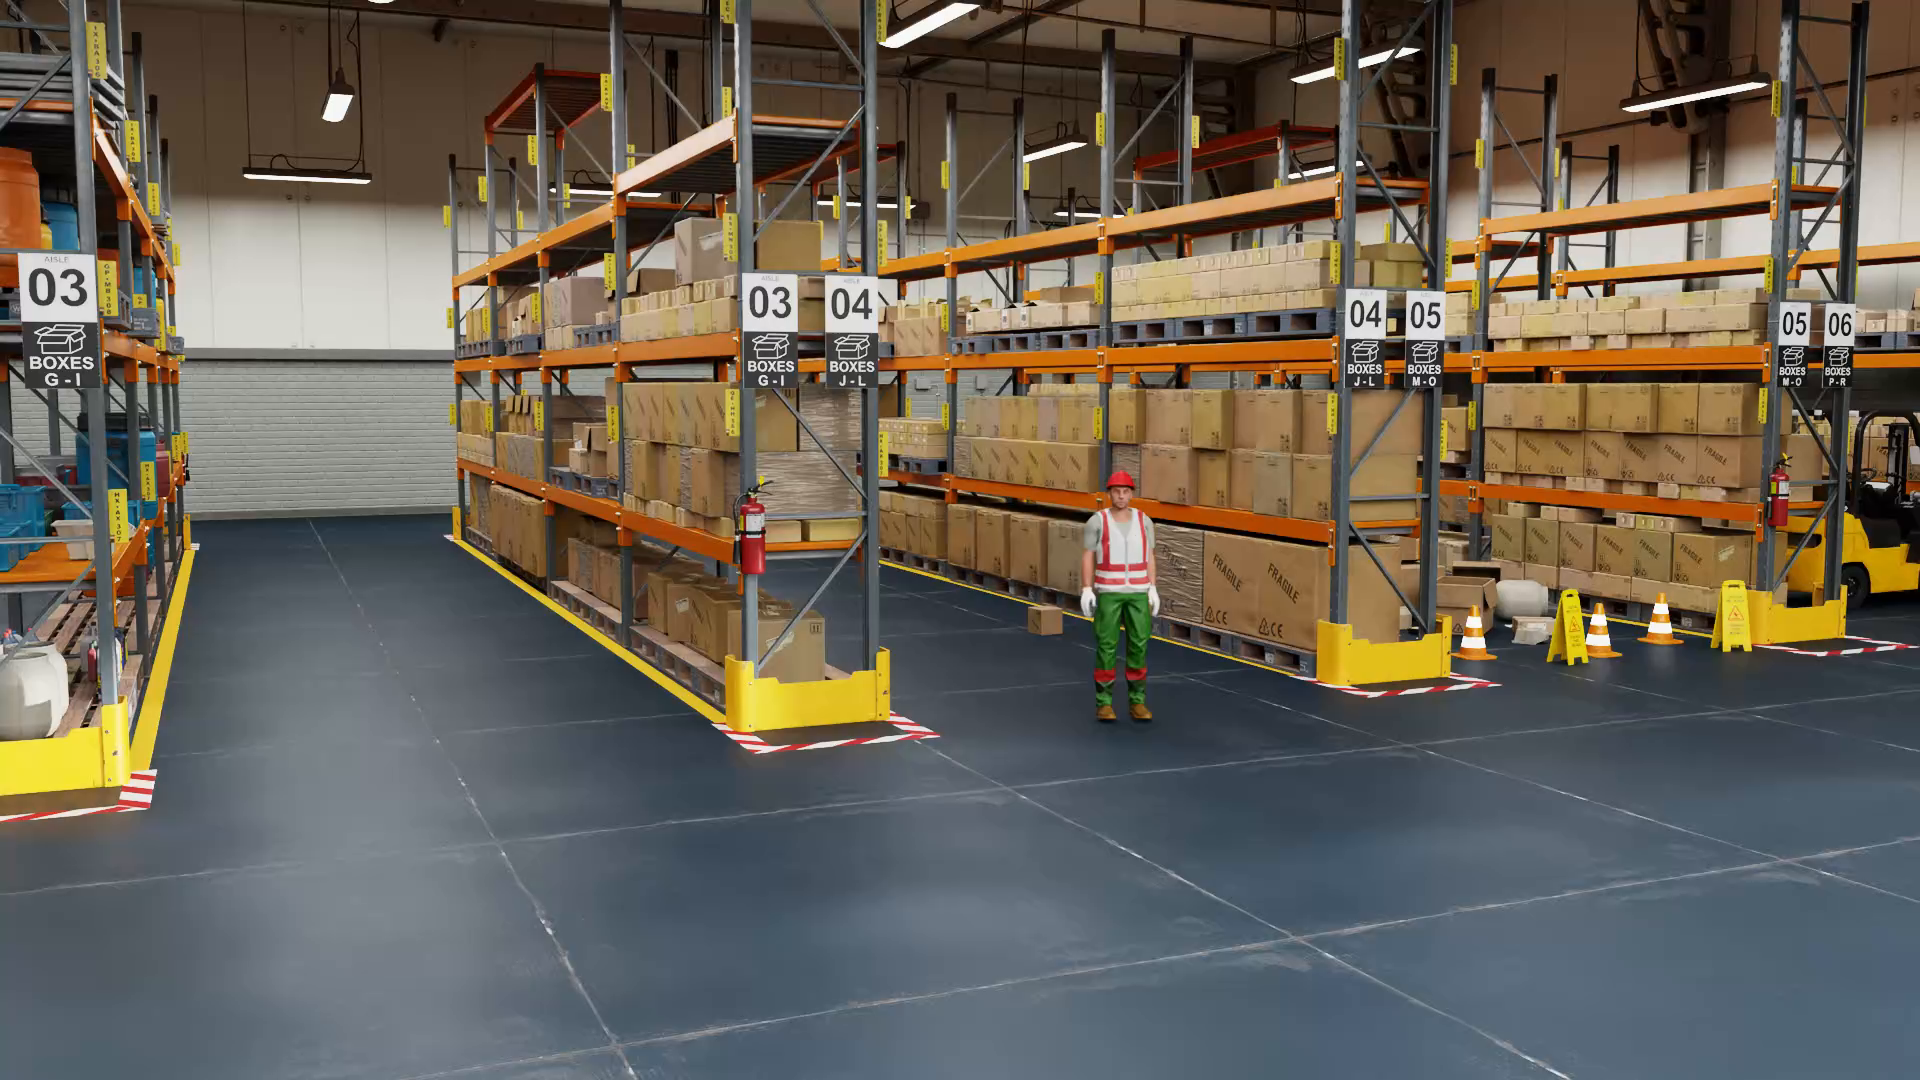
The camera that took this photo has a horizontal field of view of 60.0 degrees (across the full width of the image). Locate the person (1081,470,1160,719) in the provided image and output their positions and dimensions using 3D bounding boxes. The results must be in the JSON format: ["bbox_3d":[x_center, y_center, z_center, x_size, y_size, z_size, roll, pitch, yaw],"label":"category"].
[{"bbox_3d":[1.167,0.394,12.046,0.586,1.793,0.412,-1,5,-10],"label":"person"}]
